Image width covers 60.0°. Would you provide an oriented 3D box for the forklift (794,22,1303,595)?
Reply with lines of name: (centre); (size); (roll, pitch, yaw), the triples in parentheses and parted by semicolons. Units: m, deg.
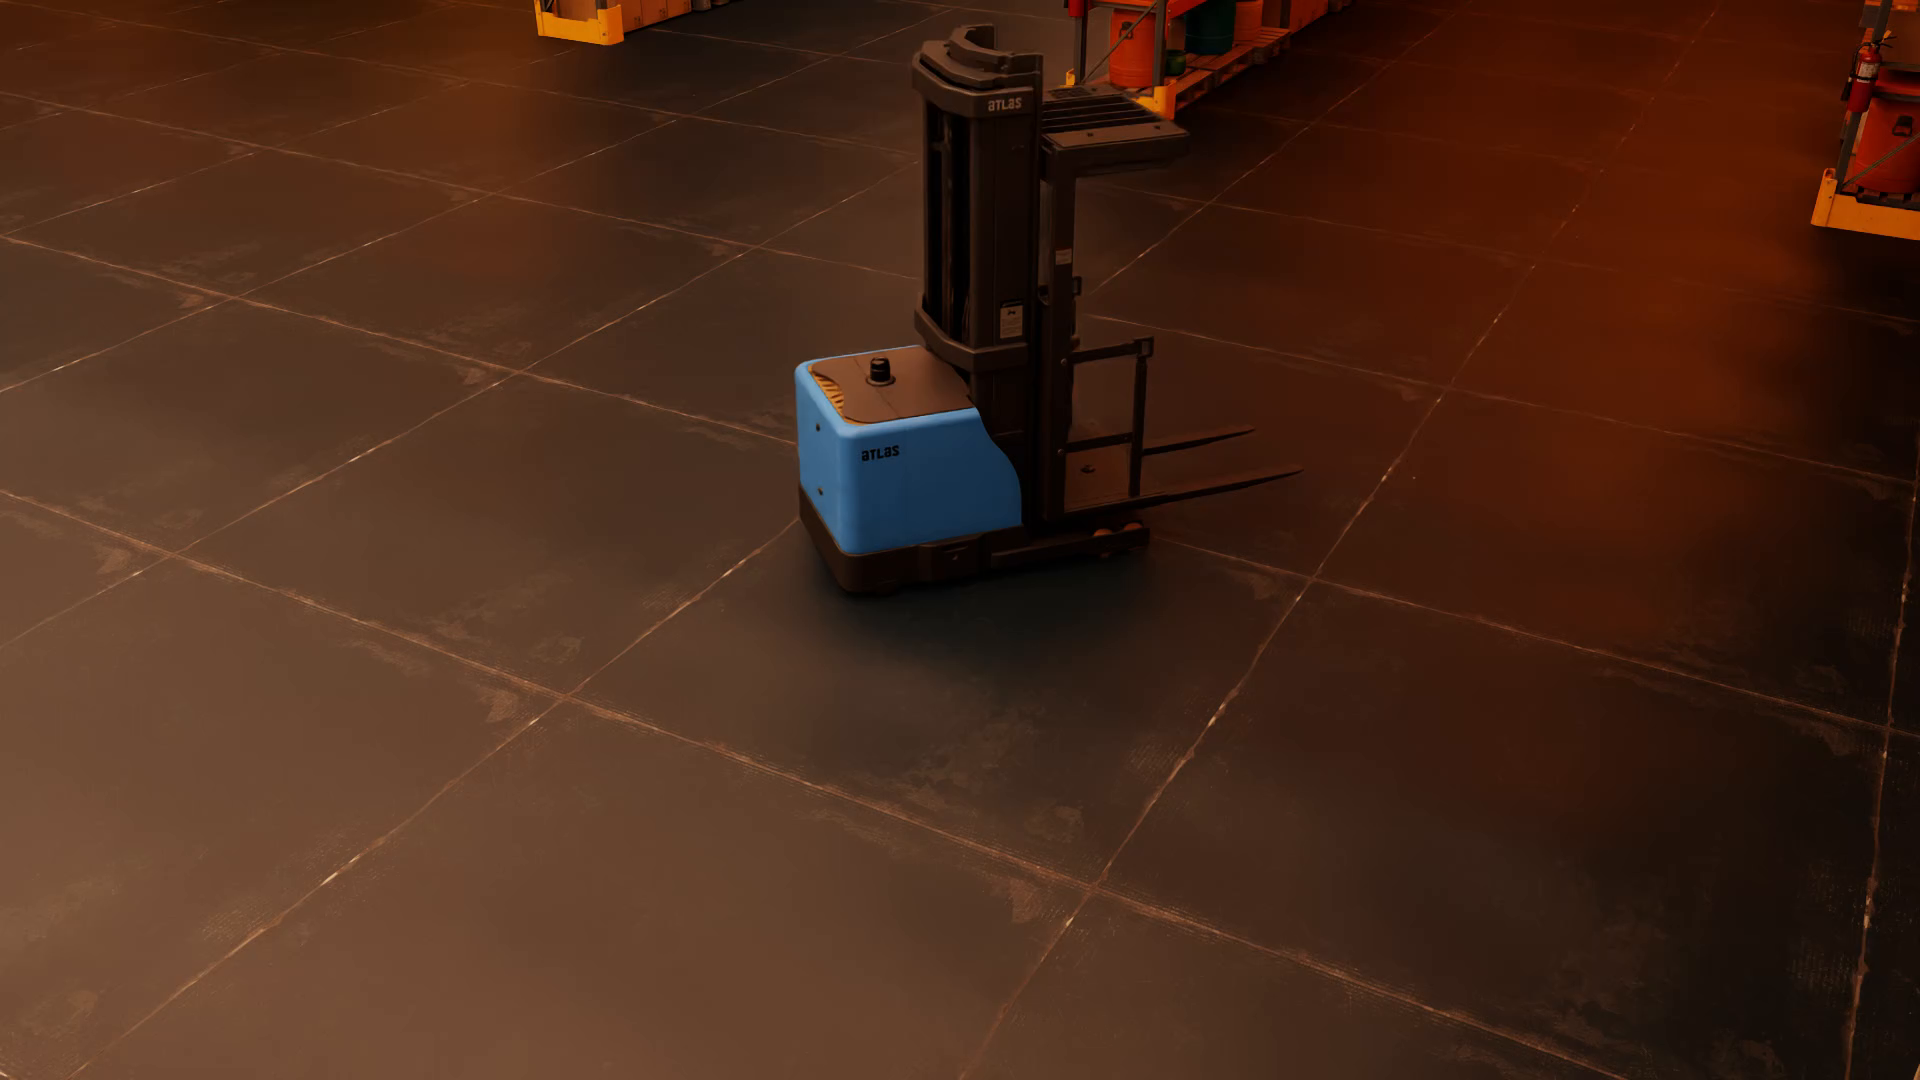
forklift: (0.597, -1.406, 9.506); (3.031, 2.935, 1.130); (-11, 32, -18)
